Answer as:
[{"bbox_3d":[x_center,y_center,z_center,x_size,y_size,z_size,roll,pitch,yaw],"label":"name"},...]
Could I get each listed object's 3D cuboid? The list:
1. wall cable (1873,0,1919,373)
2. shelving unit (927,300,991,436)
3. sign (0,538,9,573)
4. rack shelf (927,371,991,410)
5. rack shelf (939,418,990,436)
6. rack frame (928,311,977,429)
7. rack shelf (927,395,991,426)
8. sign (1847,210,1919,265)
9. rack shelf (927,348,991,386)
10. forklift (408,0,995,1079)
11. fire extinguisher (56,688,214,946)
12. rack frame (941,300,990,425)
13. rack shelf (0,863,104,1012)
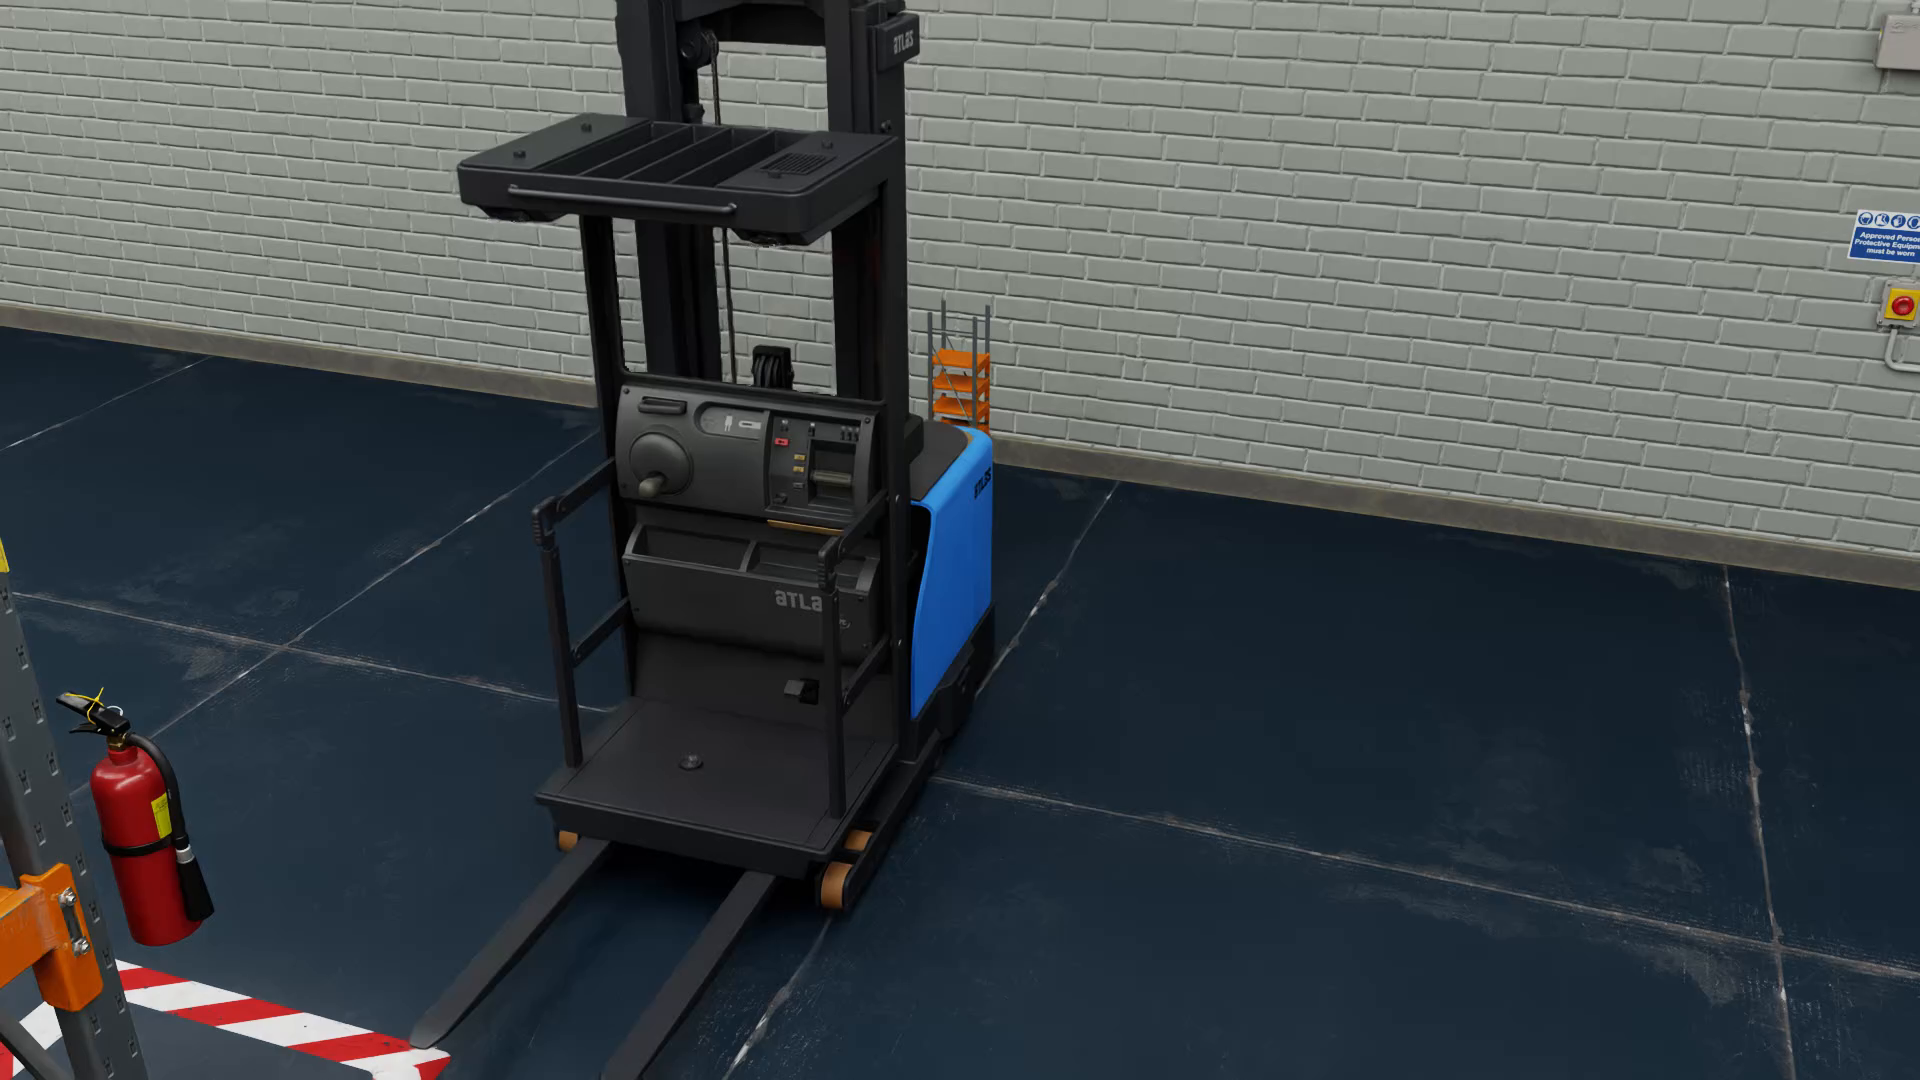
[{"bbox_3d":[4.074,-1.629,6.970,0.585,1.953,0.123,9,27,17],"label":"wall cable"},{"bbox_3d":[-0.005,-0.534,7.976,0.258,1.200,0.189,9,27,17],"label":"shelving unit"},{"bbox_3d":[-1.965,-0.088,3.298,0.100,0.325,0.005,9,27,17],"label":"sign"},{"bbox_3d":[-0.005,-0.710,7.891,0.258,0.103,0.180,9,27,17],"label":"rack shelf"},{"bbox_3d":[-0.005,-0.494,7.996,0.258,0.103,0.180,9,27,17],"label":"rack shelf"},{"bbox_3d":[-0.035,-0.496,7.899,0.240,1.200,0.006,9,27,17],"label":"rack frame"},{"bbox_3d":[-0.005,-0.602,7.943,0.258,0.103,0.180,9,27,17],"label":"rack shelf"},{"bbox_3d":[4.049,-1.311,7.206,0.327,0.218,0.001,9,27,17],"label":"sign"},{"bbox_3d":[-0.005,-0.818,7.839,0.258,0.103,0.180,9,27,17],"label":"rack shelf"},{"bbox_3d":[-0.794,-0.257,5.417,1.130,2.935,3.031,8,27,16],"label":"forklift"},{"bbox_3d":[-1.963,0.653,3.976,0.296,0.674,0.183,9,27,17],"label":"fire extinguisher"},{"bbox_3d":[0.026,-0.572,8.054,0.240,1.200,0.006,9,27,17],"label":"rack frame"},{"bbox_3d":[-3.148,1.633,2.262,1.077,0.370,4.000,9,27,17],"label":"rack shelf"}]
